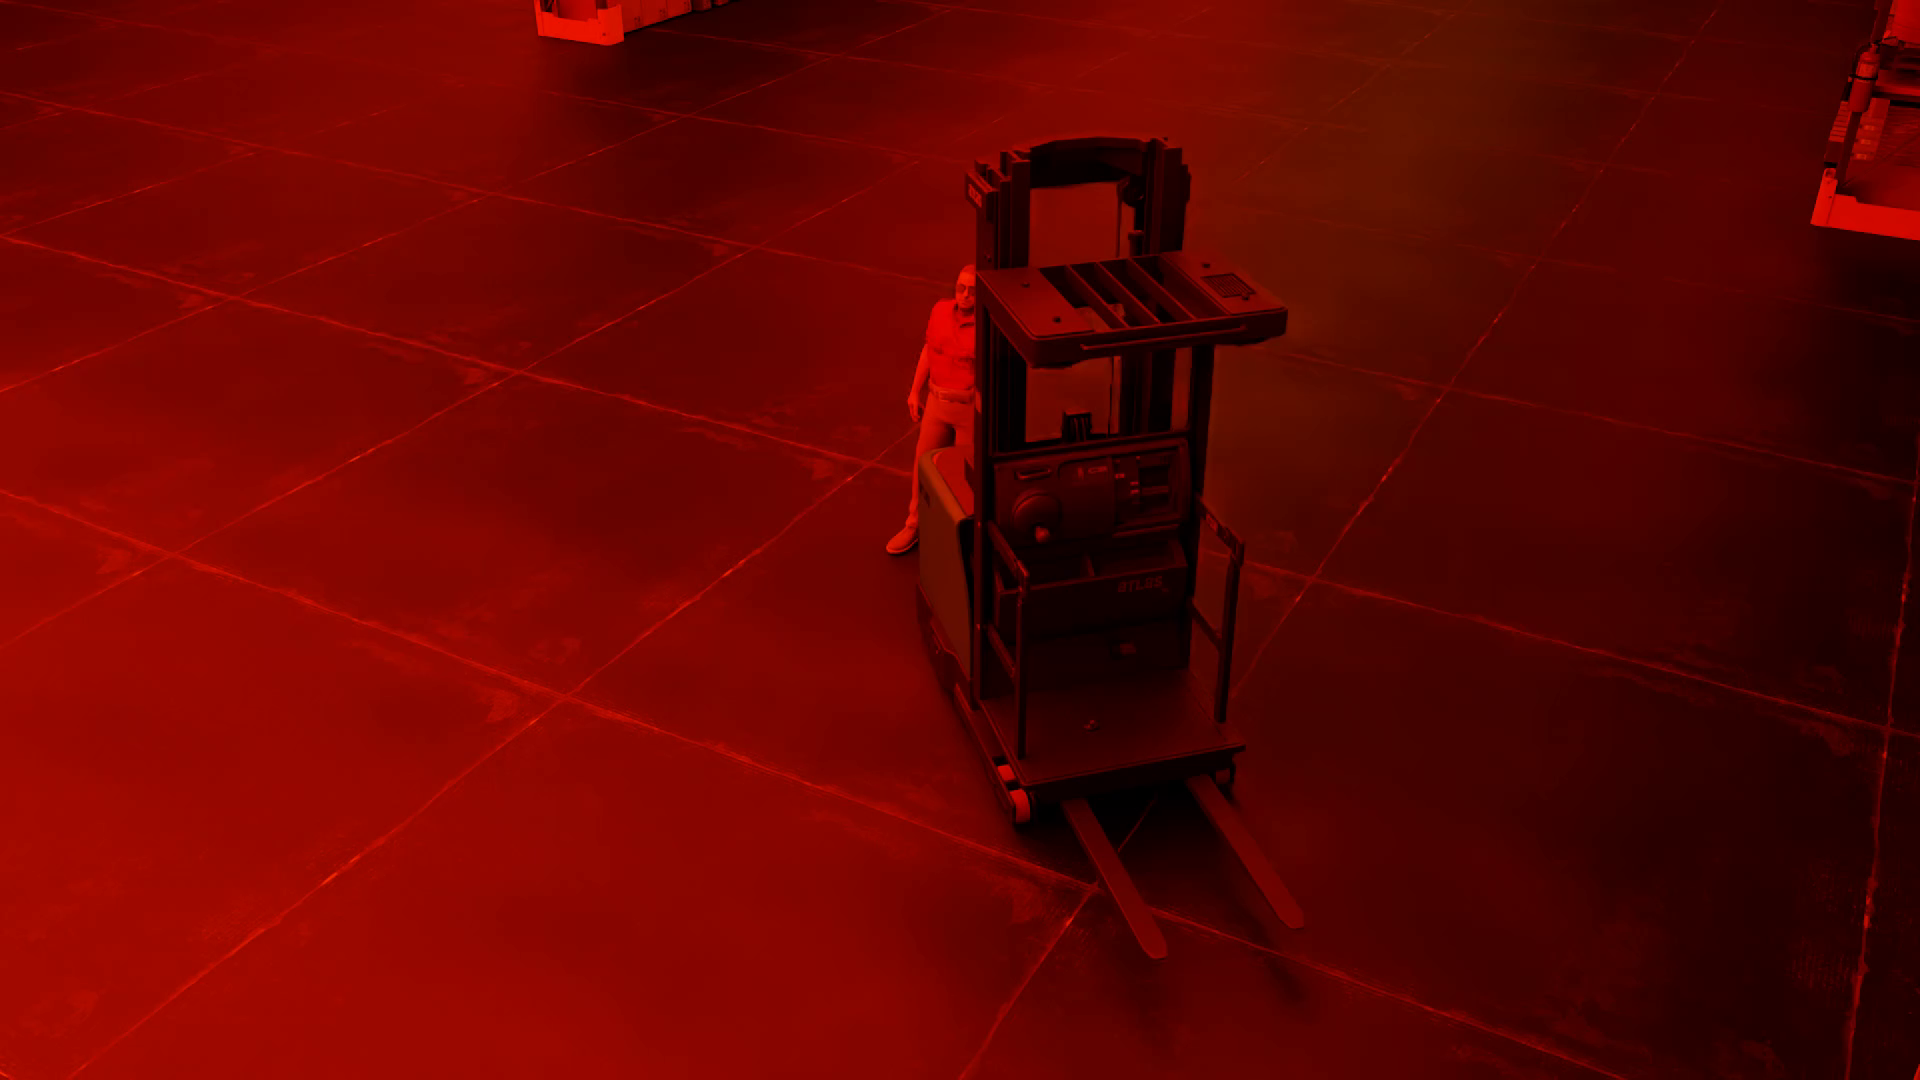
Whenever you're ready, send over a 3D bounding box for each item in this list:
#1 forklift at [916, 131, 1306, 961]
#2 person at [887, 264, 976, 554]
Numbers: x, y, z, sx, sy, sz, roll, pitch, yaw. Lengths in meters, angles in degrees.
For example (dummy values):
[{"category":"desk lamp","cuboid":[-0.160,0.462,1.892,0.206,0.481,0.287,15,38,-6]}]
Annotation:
[{"category":"forklift","cuboid":[0.669,-0.170,7.365,1.130,2.935,3.031,-8,31,-14]},{"category":"person","cuboid":[-0.047,-0.713,9.495,0.661,1.726,0.535,15,33,24]}]
